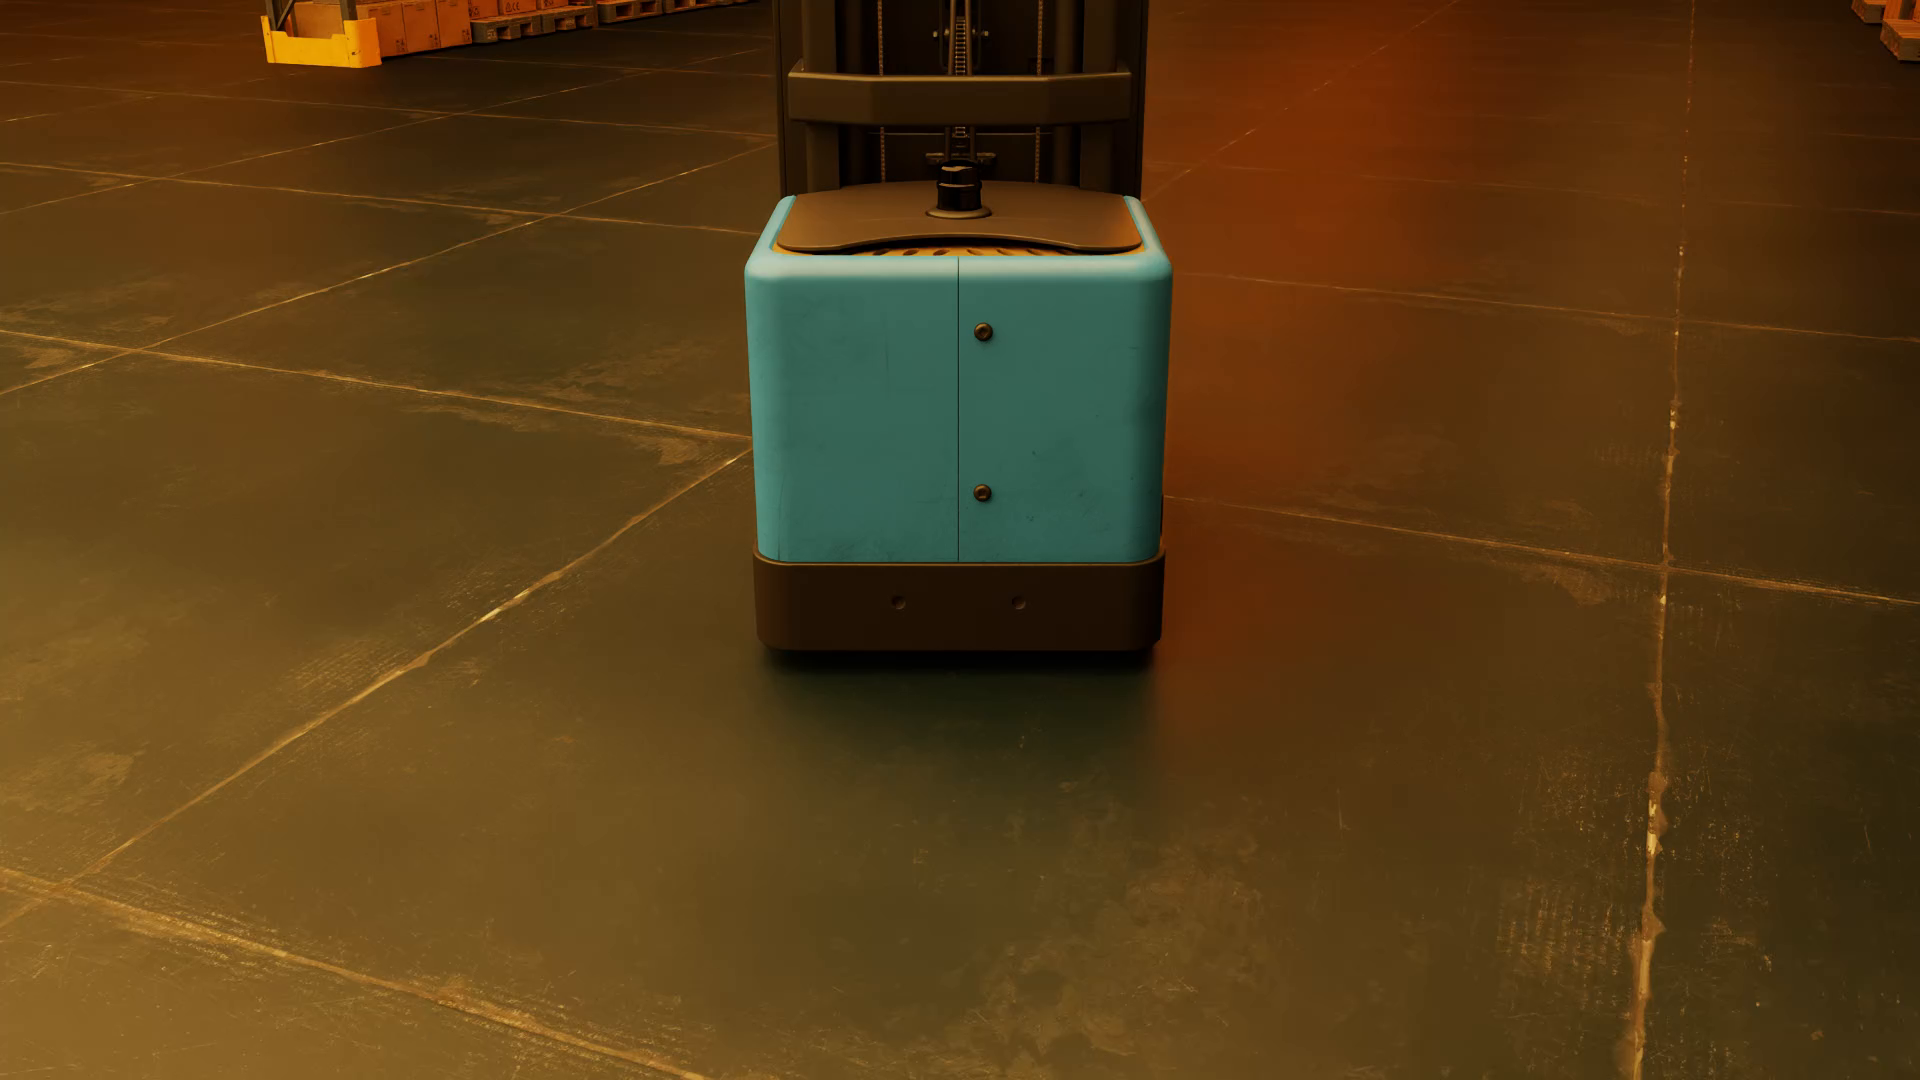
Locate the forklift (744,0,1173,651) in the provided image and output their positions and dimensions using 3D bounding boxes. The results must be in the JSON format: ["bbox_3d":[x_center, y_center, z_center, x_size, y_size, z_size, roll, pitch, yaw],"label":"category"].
[{"bbox_3d":[0.002,-1.587,5.089,1.130,2.935,3.031,0,23,0],"label":"forklift"}]
